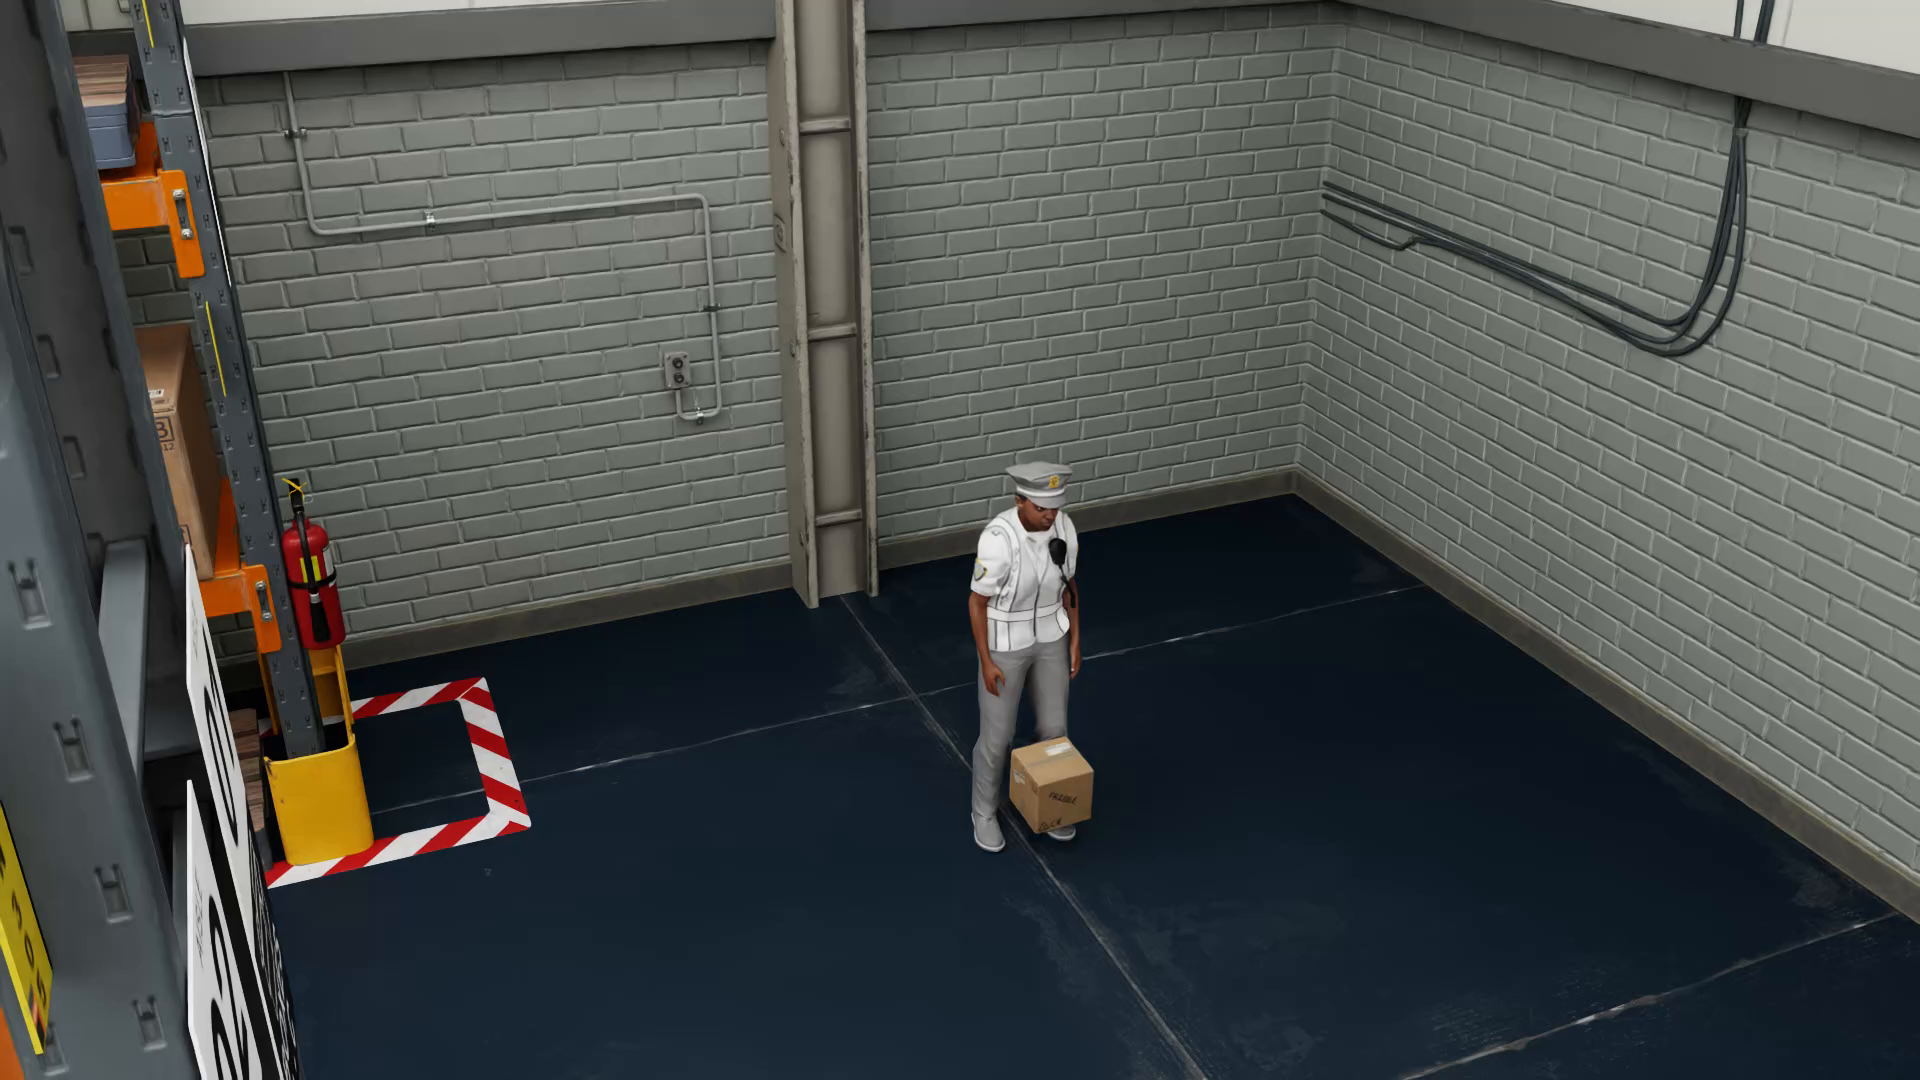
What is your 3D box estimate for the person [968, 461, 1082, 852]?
[{"bbox_3d":[0.267,0.449,6.688,0.498,1.665,0.424,-11,28,-22],"label":"person"}]
